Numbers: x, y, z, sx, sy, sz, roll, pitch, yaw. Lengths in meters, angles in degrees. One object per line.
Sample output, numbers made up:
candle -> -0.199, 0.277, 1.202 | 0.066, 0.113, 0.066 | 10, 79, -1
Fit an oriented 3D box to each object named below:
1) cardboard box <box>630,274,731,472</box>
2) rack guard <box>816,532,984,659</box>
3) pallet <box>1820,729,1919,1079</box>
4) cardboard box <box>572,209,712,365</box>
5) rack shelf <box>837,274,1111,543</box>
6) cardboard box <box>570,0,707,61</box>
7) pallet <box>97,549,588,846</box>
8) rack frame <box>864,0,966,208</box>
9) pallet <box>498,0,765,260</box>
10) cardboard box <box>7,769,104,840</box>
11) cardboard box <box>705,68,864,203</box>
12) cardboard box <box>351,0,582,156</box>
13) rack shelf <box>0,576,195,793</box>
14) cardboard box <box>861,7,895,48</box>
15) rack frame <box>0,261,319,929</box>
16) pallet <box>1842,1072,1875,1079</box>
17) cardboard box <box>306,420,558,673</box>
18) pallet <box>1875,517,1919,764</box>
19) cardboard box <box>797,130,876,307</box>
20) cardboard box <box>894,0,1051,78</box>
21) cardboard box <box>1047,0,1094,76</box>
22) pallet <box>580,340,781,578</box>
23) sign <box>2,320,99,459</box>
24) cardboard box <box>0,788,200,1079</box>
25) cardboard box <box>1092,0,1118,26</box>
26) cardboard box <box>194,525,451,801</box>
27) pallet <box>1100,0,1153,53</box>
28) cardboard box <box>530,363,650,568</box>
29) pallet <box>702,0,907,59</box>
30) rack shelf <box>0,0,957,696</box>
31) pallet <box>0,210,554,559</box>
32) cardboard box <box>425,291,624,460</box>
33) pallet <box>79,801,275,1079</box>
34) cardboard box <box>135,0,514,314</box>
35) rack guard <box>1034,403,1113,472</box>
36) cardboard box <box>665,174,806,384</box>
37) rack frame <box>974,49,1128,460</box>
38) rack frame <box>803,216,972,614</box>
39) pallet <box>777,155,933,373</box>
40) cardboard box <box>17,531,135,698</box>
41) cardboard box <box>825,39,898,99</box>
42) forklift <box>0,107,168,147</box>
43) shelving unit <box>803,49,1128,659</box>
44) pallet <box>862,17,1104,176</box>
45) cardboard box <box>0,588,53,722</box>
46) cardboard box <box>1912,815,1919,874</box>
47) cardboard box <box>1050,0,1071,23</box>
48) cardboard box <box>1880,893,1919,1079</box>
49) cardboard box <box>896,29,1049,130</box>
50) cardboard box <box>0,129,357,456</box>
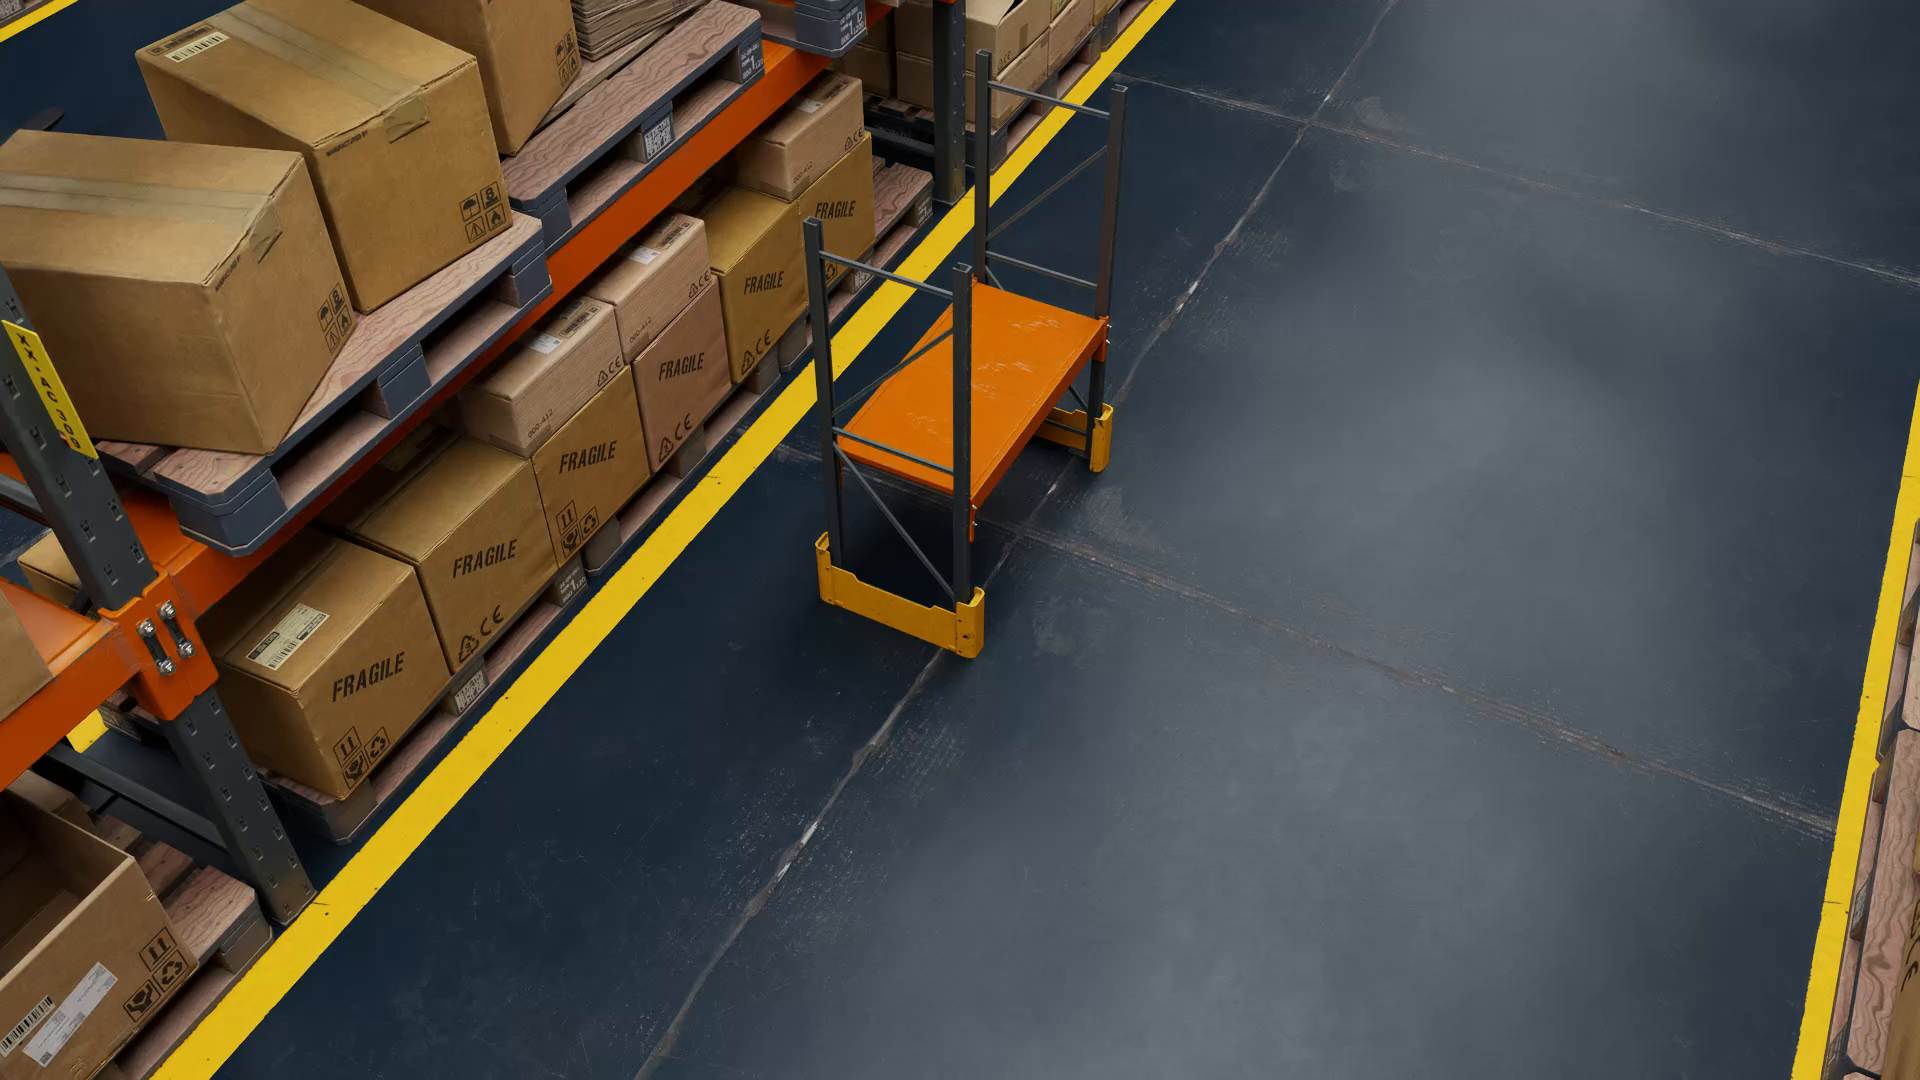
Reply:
cardboard box -> -1.151, -0.638, 5.719 | 0.500, 0.500, 0.500 | 19, 48, 18
rack guard -> -0.196, 0.178, 5.398 | 0.587, 0.250, 0.087 | 20, 49, 19
pallet -> 2.943, 1.164, 4.451 | 1.003, 0.211, 1.213 | 20, 49, 19
cardboard box -> -1.166, -0.877, 5.429 | 0.500, 0.250, 0.500 | 20, 49, 18
rack shelf -> 0.040, -0.455, 5.398 | 0.538, 0.185, 1.000 | 20, 49, 19
cardboard box -> -1.232, -1.923, 5.176 | 0.700, 0.500, 0.500 | 30, 52, 26
pallet -> -1.959, 0.288, 5.317 | 1.003, 0.211, 1.213 | 20, 49, 19
rack frame -> -0.446, -2.687, 6.297 | 1.000, 3.000, 0.127 | 20, 49, 19
pallet -> -1.345, -1.393, 5.153 | 1.003, 0.211, 1.213 | 20, 49, 19
cardboard box -> -2.689, 0.816, 4.415 | 0.500, 0.311, 0.500 | 20, 49, 19
cardboard box -> -0.695, -1.523, 6.067 | 0.500, 0.250, 0.500 | 22, 49, 21
cardboard box -> -1.538, -1.483, 4.741 | 0.700, 0.500, 0.500 | 9, 46, 9
rack shelf -> -3.231, 1.346, 2.817 | 1.077, 0.370, 4.000 | 20, 49, 19
cardboard box -> -0.421, -2.477, 7.332 | 0.500, 0.311, 0.500 | 22, 49, 20
rack frame -> -2.303, -0.167, 3.806 | 1.000, 3.000, 0.127 | 20, 49, 19
pallet -> 2.378, 1.935, 3.689 | 1.003, 0.211, 1.213 | 20, 49, 19
cardboard box -> -1.625, -0.007, 5.096 | 0.500, 0.500, 0.500 | 21, 49, 20
pallet -> 3.510, 0.398, 5.208 | 1.003, 0.211, 1.213 | 20, 49, 19
cardboard box -> -0.672, -1.296, 6.370 | 0.500, 0.500, 0.500 | 22, 49, 21
cardboard box -> 0.057, -2.298, 7.156 | 0.500, 0.311, 0.500 | 22, 49, 20
cardboard box -> 0.290, -2.418, 7.669 | 0.500, 0.250, 0.500 | 19, 48, 18
pallet -> -1.394, -0.483, 6.079 | 1.003, 0.211, 1.213 | 20, 49, 19
sign -> -1.819, -0.297, 3.326 | 0.100, 0.325, 0.005 | 20, 49, 19
cardboard box -> -2.316, 1.009, 4.091 | 0.500, 0.500, 0.500 | 20, 49, 19
cardboard box -> 0.526, -2.748, 7.994 | 0.500, 0.250, 0.500 | 19, 48, 18
cardboard box -> -1.863, 0.333, 4.760 | 0.500, 0.500, 0.500 | 18, 48, 17
pallet -> 0.538, -2.978, 8.545 | 1.003, 0.211, 1.213 | 20, 49, 19
cardboard box -> -1.386, -0.319, 5.405 | 0.500, 0.500, 0.500 | 21, 49, 20
pallet -> -0.699, -2.169, 5.920 | 1.213, 0.211, 1.003 | 20, 49, 19
rack shelf -> -1.375, -1.174, 5.307 | 1.077, 0.370, 4.000 | 20, 49, 19
pallet -> -1.835, -0.567, 4.336 | 1.003, 0.211, 1.213 | 20, 49, 19
cardboard box -> -1.398, -0.561, 5.116 | 0.500, 0.250, 0.500 | 21, 49, 19
pallet -> -2.623, 1.245, 4.371 | 1.003, 0.211, 1.213 | 20, 49, 19
cardboard box -> -1.622, -1.029, 4.292 | 0.700, 0.500, 0.500 | 28, 52, 25
rack guard -> 0.267, -0.450, 6.019 | 0.587, 0.250, 0.087 | 20, 49, 19
cardboard box -> -0.913, -0.970, 6.048 | 0.500, 0.500, 0.500 | 19, 48, 18
rack frame -> 0.276, -0.901, 5.586 | 0.500, 1.500, 0.032 | 20, 49, 19
rack frame -> -0.196, -0.261, 4.953 | 0.500, 1.500, 0.032 | 20, 49, 19
pallet -> -0.826, -1.249, 6.836 | 1.003, 0.211, 1.213 | 20, 49, 19
cardboard box -> -2.328, 0.151, 4.940 | 0.500, 0.500, 0.500 | 20, 49, 19
cardboard box -> -0.418, -2.280, 7.532 | 0.500, 0.250, 0.500 | 22, 49, 20
forklift -> -4.099, -1.678, 5.348 | 1.130, 2.935, 3.031 | 12, 47, 12
shelving unit -> 0.035, -0.575, 5.264 | 0.587, 1.500, 1.083 | 20, 49, 19
pallet -> -0.029, -2.213, 7.788 | 1.003, 0.211, 1.213 | 20, 49, 19
cardboard box -> -2.308, 0.197, 3.376 | 0.500, 0.500, 0.500 | 21, 49, 20
cardboard box -> 3.073, 0.524, 4.339 | 0.750, 0.750, 0.750 | 20, 49, 19
cardboard box -> 0.293, -2.632, 7.486 | 0.500, 0.311, 0.500 | 19, 48, 18
cardboard box -> 2.683, 1.061, 3.809 | 0.750, 0.750, 0.750 | 22, 49, 20
cardboard box -> 0.057, -2.101, 7.356 | 0.500, 0.250, 0.500 | 20, 49, 19
cardboard box -> -1.885, -0.574, 3.843 | 0.700, 0.500, 0.500 | 6, 46, 6
